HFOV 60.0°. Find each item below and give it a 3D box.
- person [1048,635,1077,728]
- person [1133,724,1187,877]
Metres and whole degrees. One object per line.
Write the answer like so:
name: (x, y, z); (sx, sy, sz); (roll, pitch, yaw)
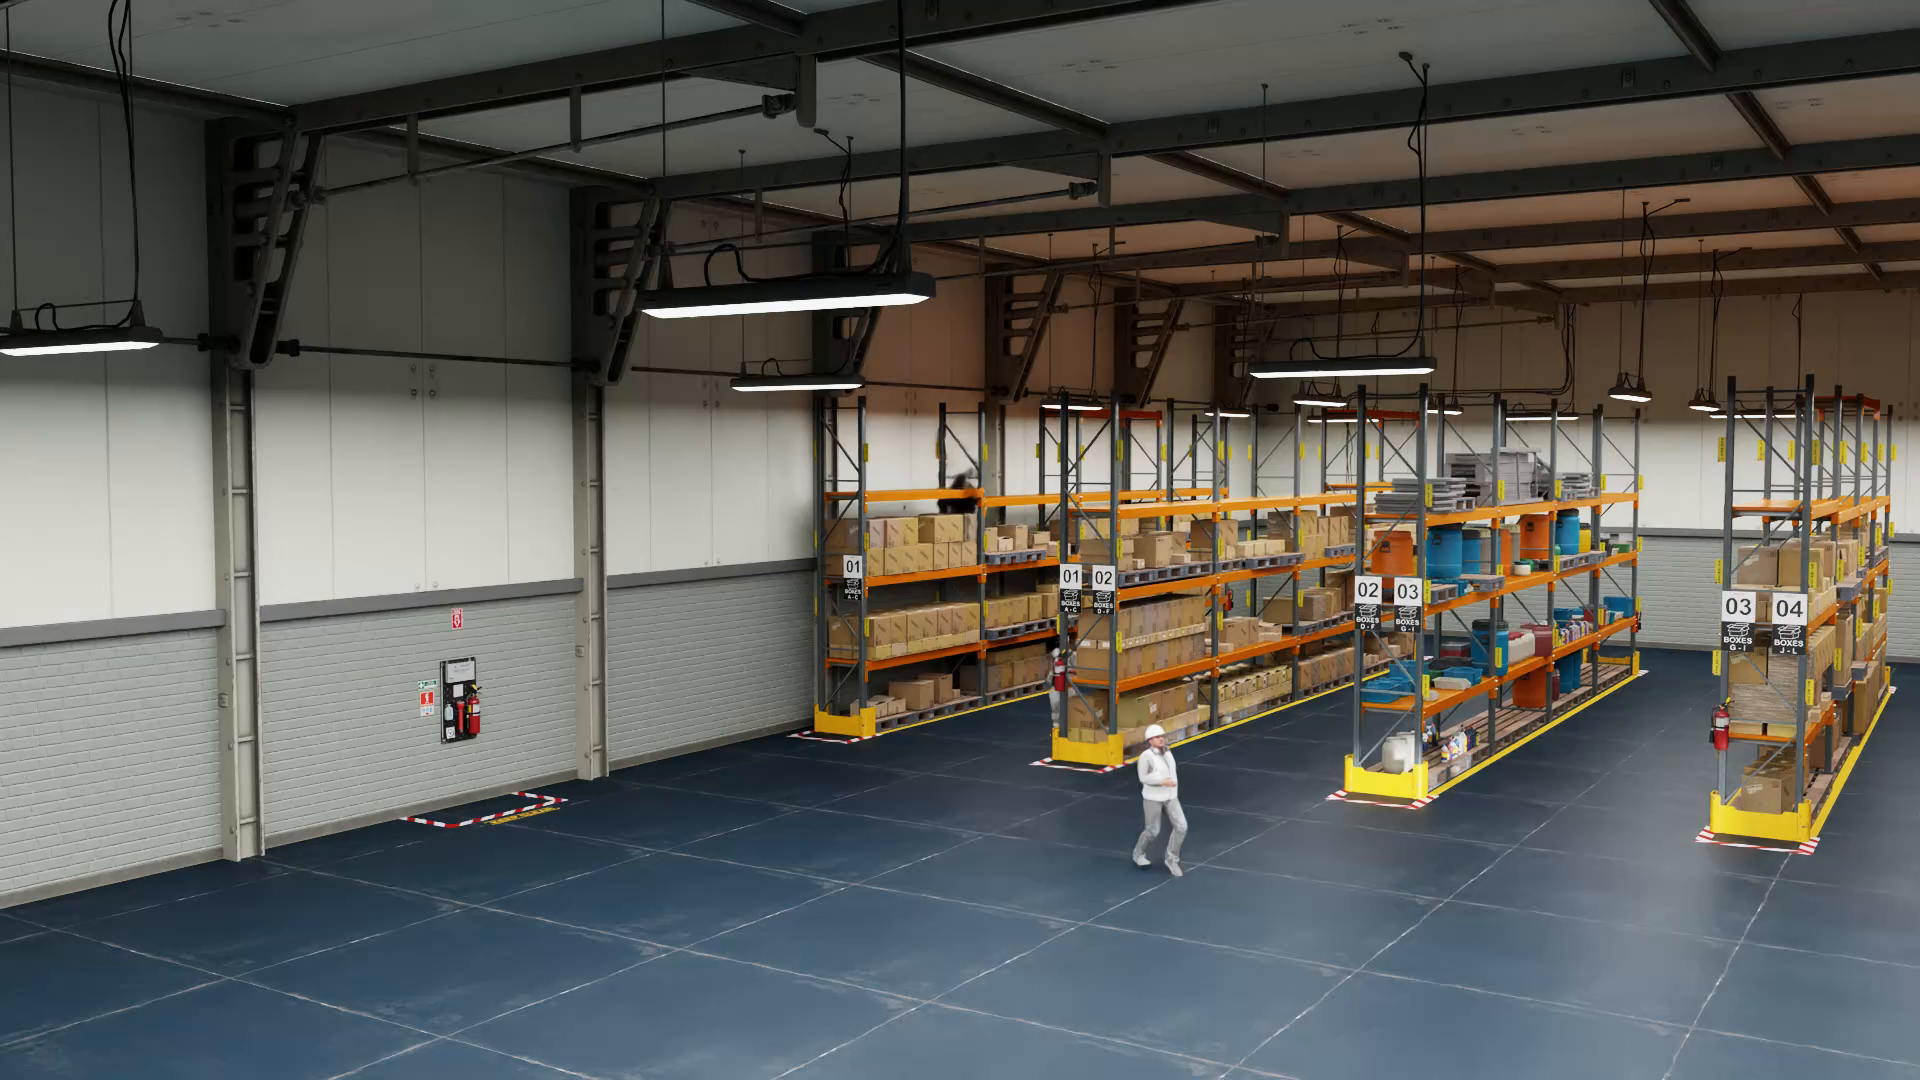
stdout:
person: (1.815, 2.565, 29.289); (0.643, 1.844, 0.876); (1, 3, 20)
person: (2.383, 3.098, 19.836); (0.659, 1.807, 0.751); (-2, 4, -33)
